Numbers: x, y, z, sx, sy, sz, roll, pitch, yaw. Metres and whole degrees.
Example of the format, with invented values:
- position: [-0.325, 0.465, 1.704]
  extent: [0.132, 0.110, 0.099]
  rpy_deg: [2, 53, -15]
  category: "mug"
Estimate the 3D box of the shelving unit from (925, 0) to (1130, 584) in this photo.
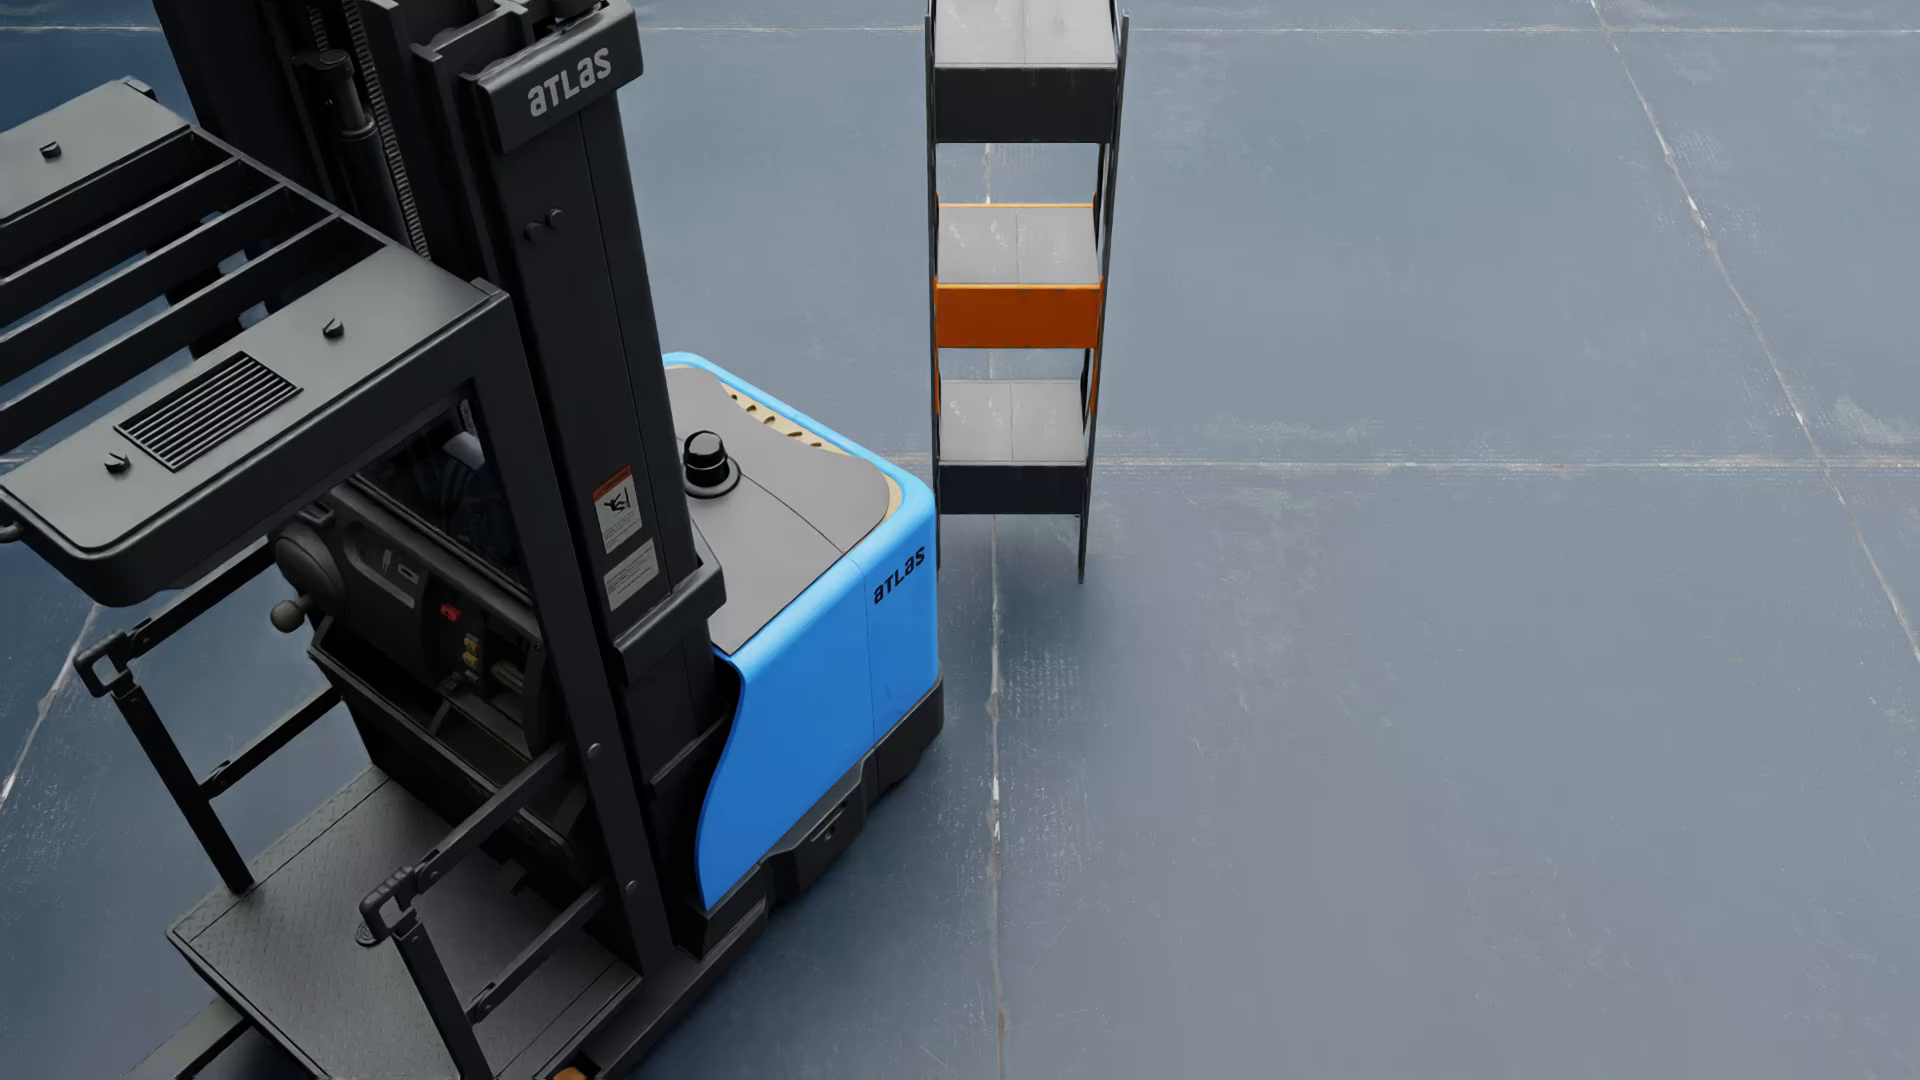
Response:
- position: [0.166, -0.715, 4.981]
  extent: [0.503, 2.100, 0.431]
  rpy_deg: [0, 47, 0]
  category: "shelving unit"

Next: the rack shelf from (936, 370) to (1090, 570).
- position: [0.166, -0.229, 5.503]
  extent: [0.480, 0.518, 0.431]
  rpy_deg: [0, 47, 0]
  category: "rack shelf"

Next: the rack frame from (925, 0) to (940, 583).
- position: [-0.078, -0.716, 4.982]
  extent: [0.015, 2.100, 0.400]
  rpy_deg: [0, 47, 0]
  category: "rack frame"

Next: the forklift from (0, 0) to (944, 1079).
- position: [-1.353, 0.230, 3.534]
  extent: [1.130, 2.935, 3.031]
  rpy_deg: [30, 54, 25]
  category: "forklift"

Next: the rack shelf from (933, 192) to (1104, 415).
- position: [0.166, -0.706, 4.991]
  extent: [0.480, 0.518, 0.431]
  rpy_deg: [0, 47, 0]
  category: "rack shelf"

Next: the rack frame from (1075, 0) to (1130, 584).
- position: [0.410, -0.714, 4.980]
  extent: [0.015, 2.100, 0.400]
  rpy_deg: [0, 47, 0]
  category: "rack frame"

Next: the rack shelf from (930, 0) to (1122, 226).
- position: [0.166, -1.183, 4.479]
  extent: [0.480, 0.518, 0.431]
  rpy_deg: [0, 47, 0]
  category: "rack shelf"
